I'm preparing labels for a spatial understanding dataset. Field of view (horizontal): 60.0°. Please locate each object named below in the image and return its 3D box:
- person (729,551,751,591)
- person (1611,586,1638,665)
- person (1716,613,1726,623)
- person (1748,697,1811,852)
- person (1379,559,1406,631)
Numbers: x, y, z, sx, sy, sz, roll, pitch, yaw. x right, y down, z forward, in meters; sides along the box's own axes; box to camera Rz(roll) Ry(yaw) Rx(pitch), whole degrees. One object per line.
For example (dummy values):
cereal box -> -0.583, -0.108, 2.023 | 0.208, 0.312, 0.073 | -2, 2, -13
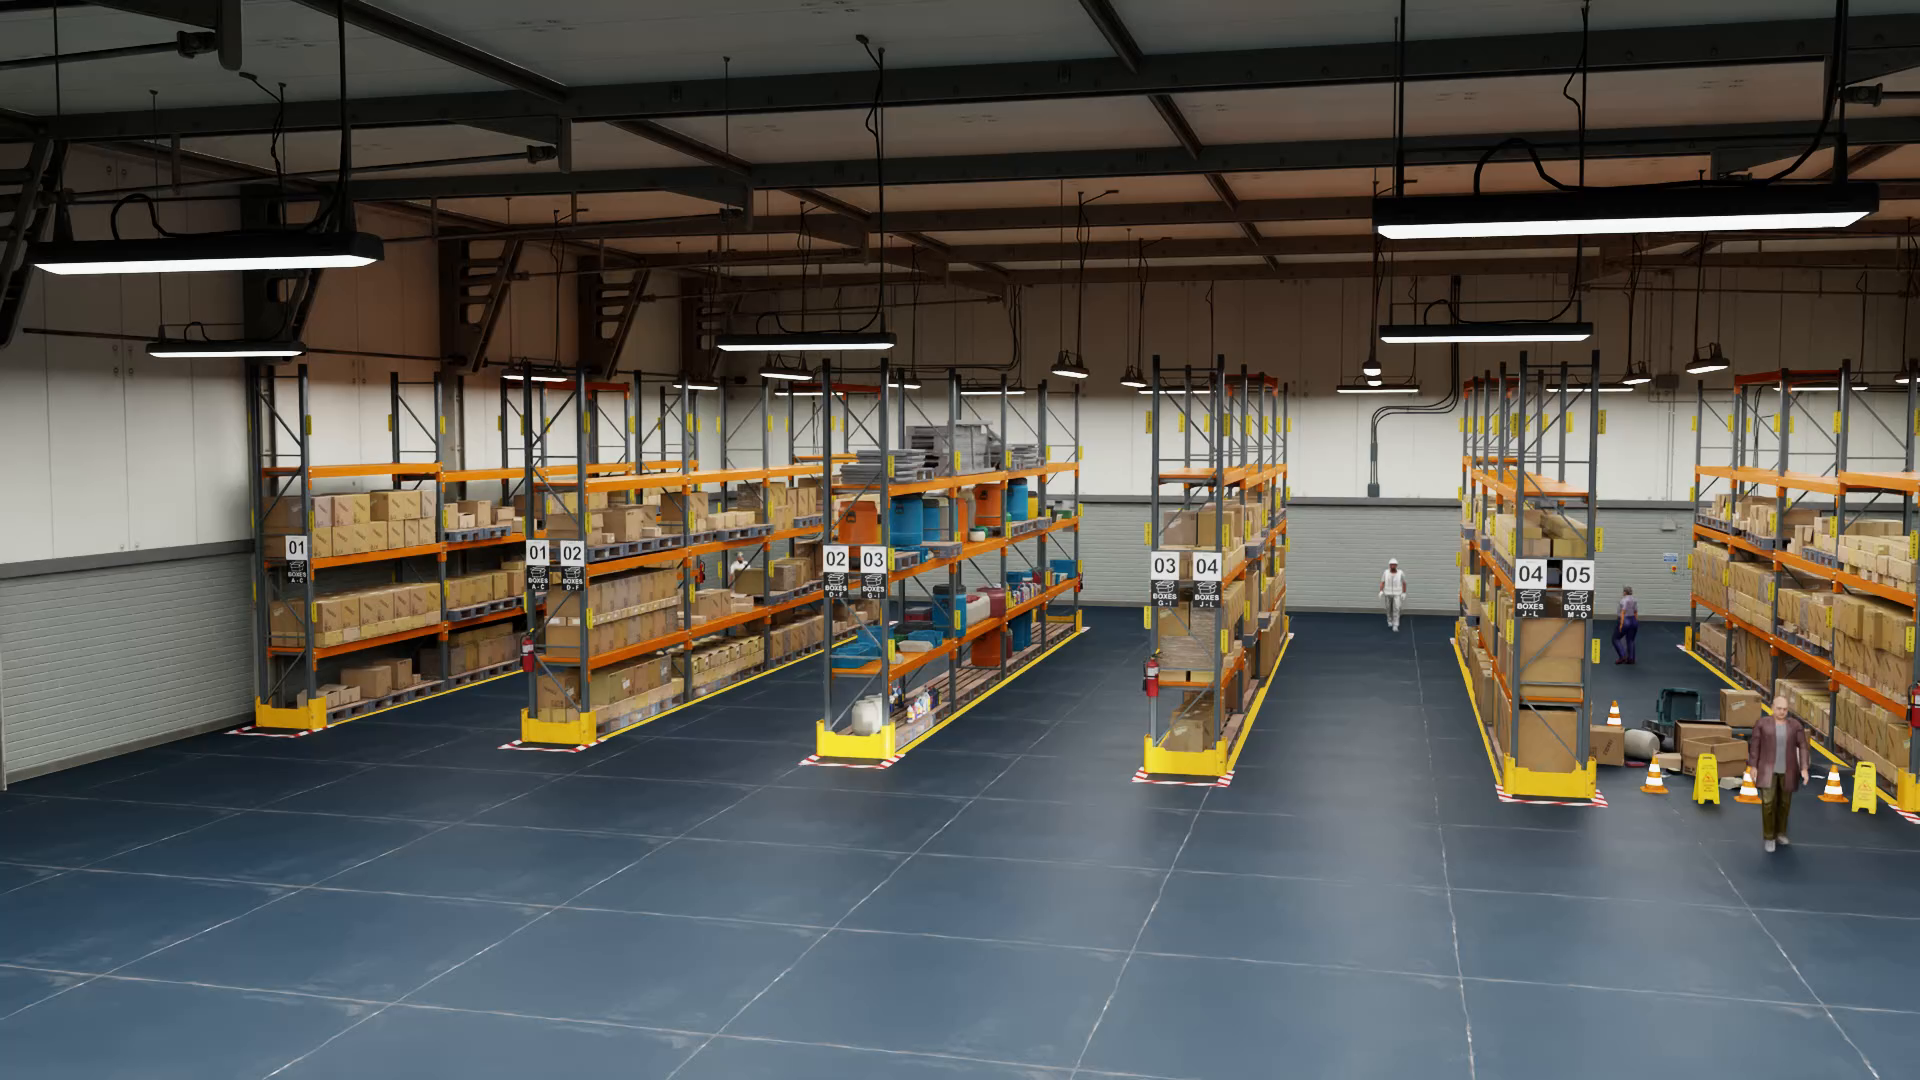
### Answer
person -> -5.642, 1.144, 43.239 | 0.583, 1.707, 1.057 | -3, 5, -33
person -> 13.944, 1.790, 34.802 | 0.528, 1.665, 0.402 | -2, 4, -25
person -> 18.564, 1.411, 40.139 | 0.459, 1.699, 0.506 | -1, 4, -11
person -> 9.714, 2.775, 19.716 | 0.633, 1.841, 0.609 | 1, 4, 15
person -> 10.560, 1.320, 40.585 | 0.636, 1.721, 1.069 | 1, 4, 17
